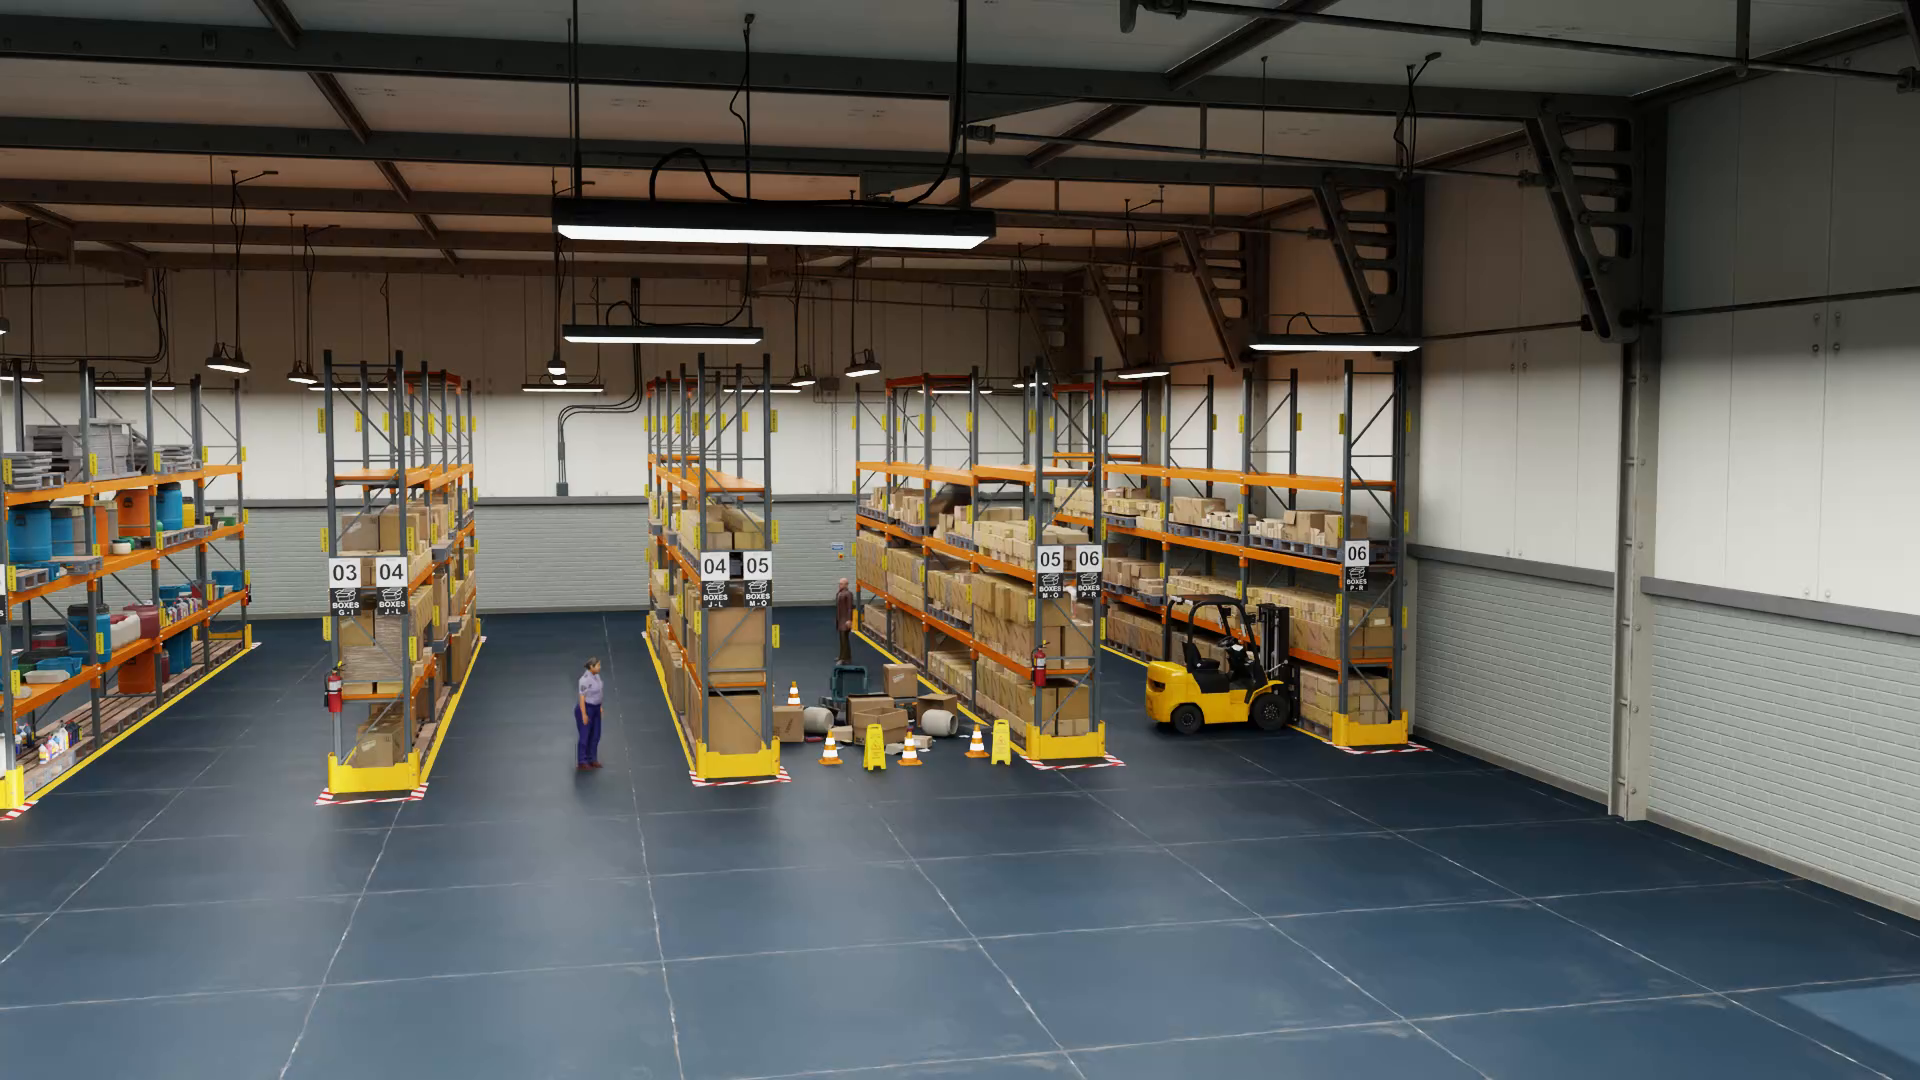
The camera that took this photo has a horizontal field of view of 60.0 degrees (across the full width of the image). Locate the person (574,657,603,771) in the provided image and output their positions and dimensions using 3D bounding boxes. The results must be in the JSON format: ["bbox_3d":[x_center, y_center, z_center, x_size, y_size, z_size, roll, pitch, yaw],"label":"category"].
[{"bbox_3d":[-5.381,2.510,24.135,0.388,1.657,0.508,1,4,15],"label":"person"}]

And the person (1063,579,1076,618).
[{"bbox_3d":[2.225,1.614,36.111,0.642,1.762,0.588,-1,4,-14],"label":"person"}]

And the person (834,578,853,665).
[{"bbox_3d":[-2.498,1.701,34.897,0.497,1.816,0.650,-2,4,-24],"label":"person"}]
